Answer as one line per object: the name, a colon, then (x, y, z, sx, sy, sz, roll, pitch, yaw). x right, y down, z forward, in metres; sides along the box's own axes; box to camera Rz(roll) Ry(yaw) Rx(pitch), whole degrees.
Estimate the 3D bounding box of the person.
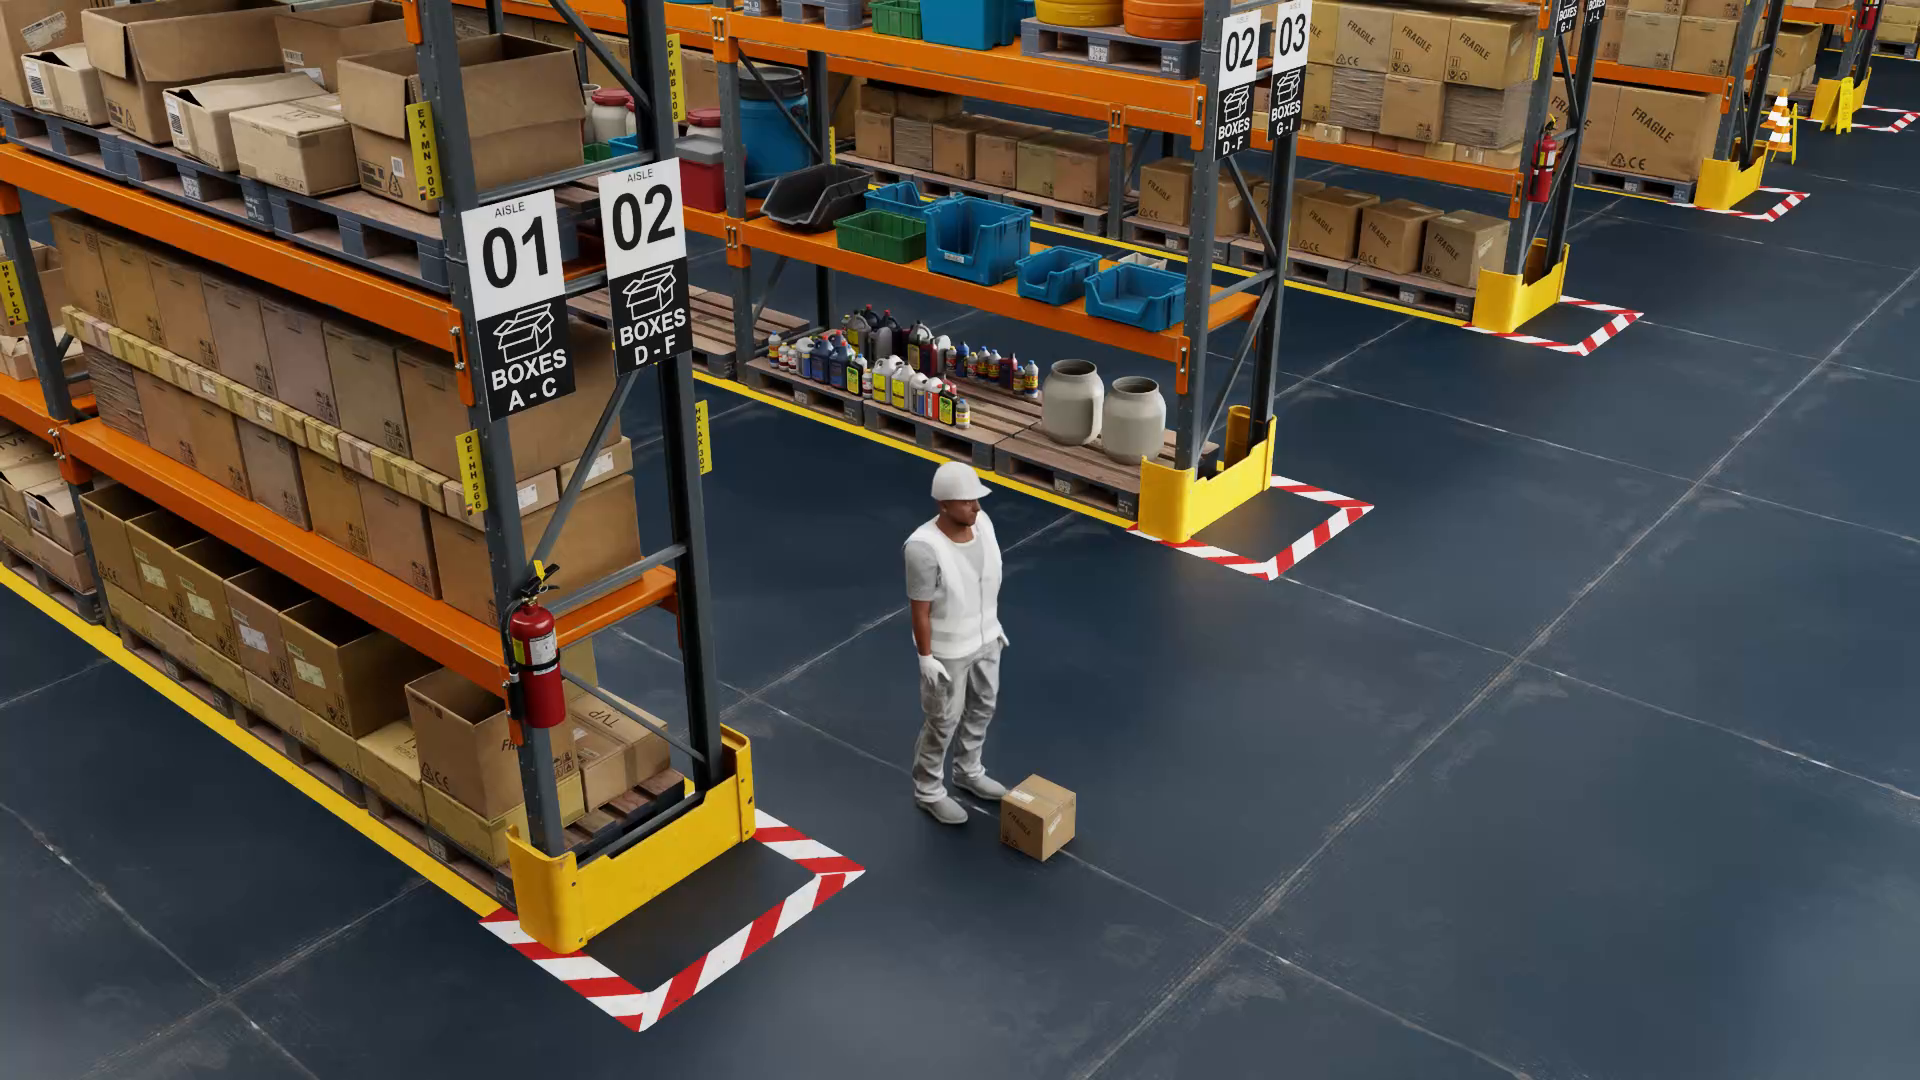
person: (-0.001, 0.466, 7.685, 0.366, 1.781, 0.546, 21, 34, 36)
